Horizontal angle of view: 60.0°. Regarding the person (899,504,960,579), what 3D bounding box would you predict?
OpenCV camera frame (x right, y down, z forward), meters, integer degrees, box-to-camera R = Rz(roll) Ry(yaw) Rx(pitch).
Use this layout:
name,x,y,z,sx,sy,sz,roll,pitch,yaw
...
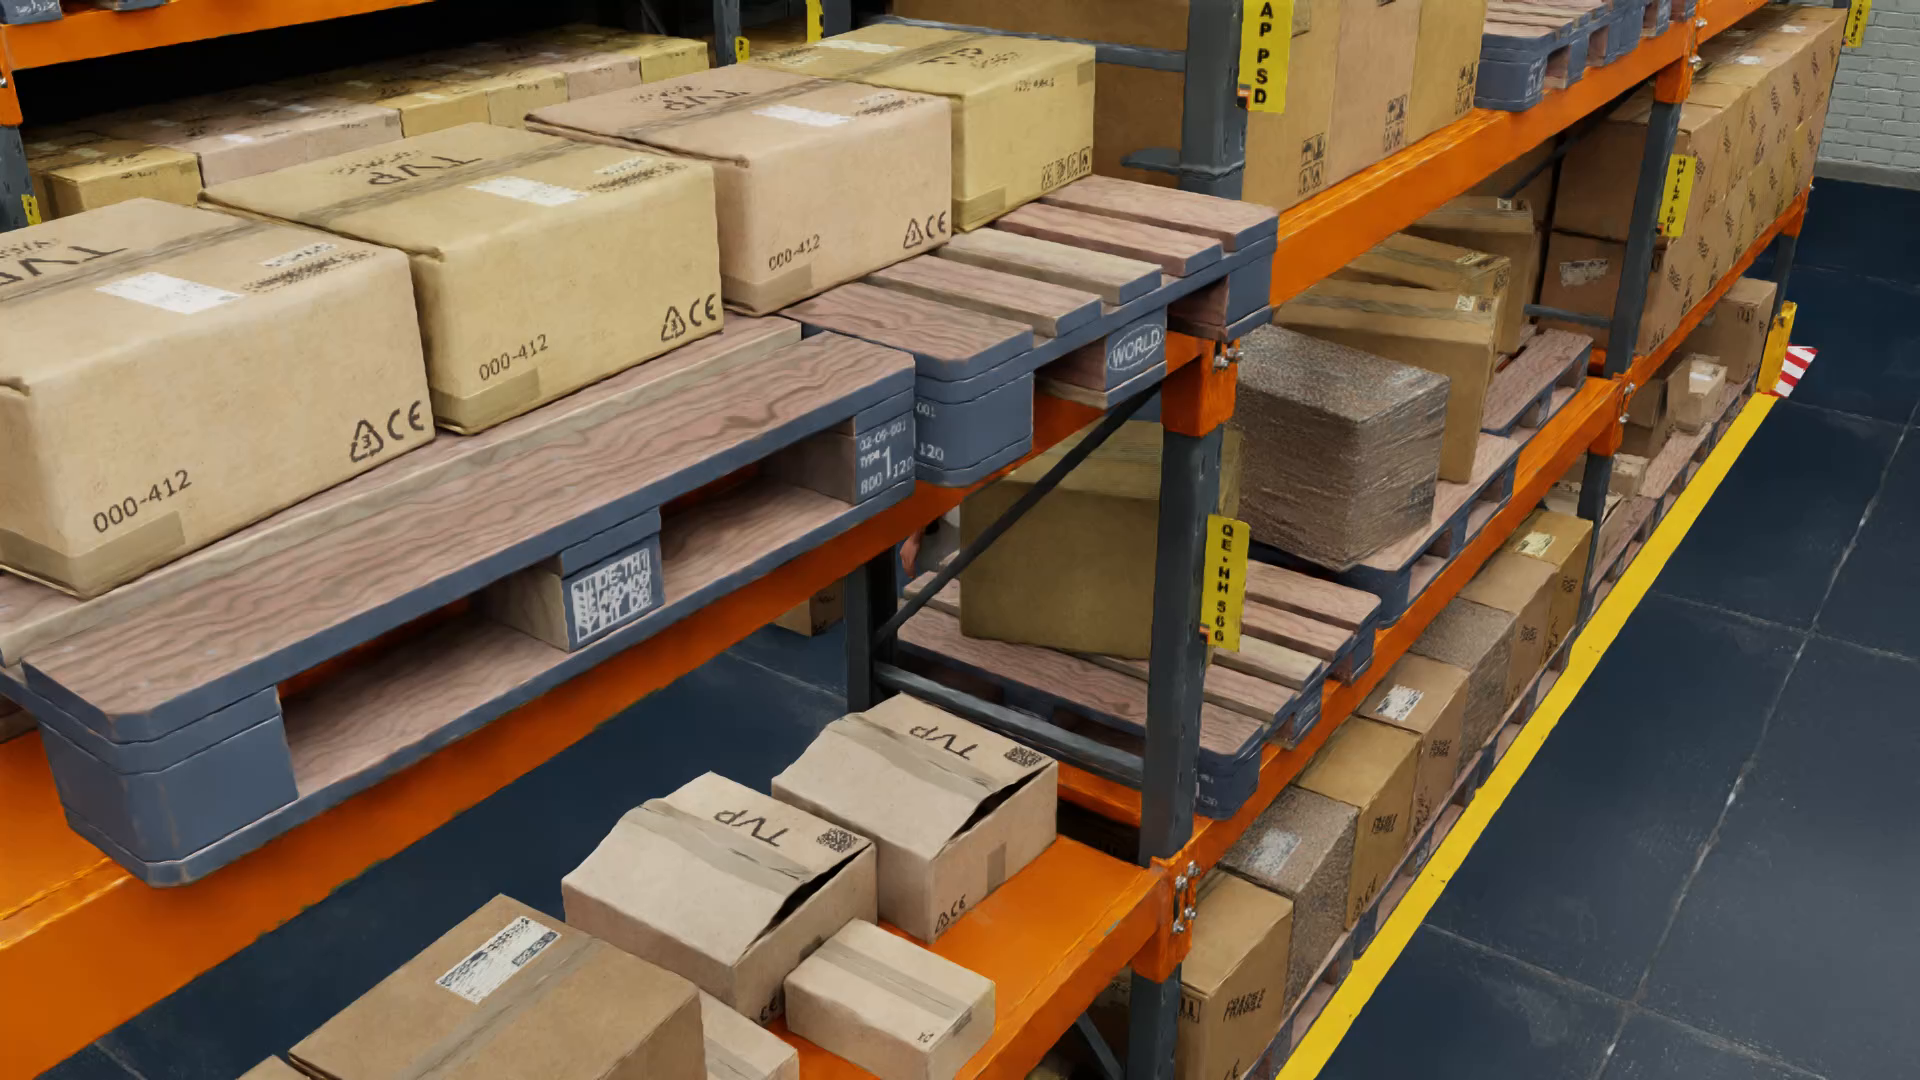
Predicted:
name,x,y,z,sx,sy,sz,roll,pitch,yaw
person,-0.052,-0.131,6.845,0.658,1.747,0.774,10,29,19
